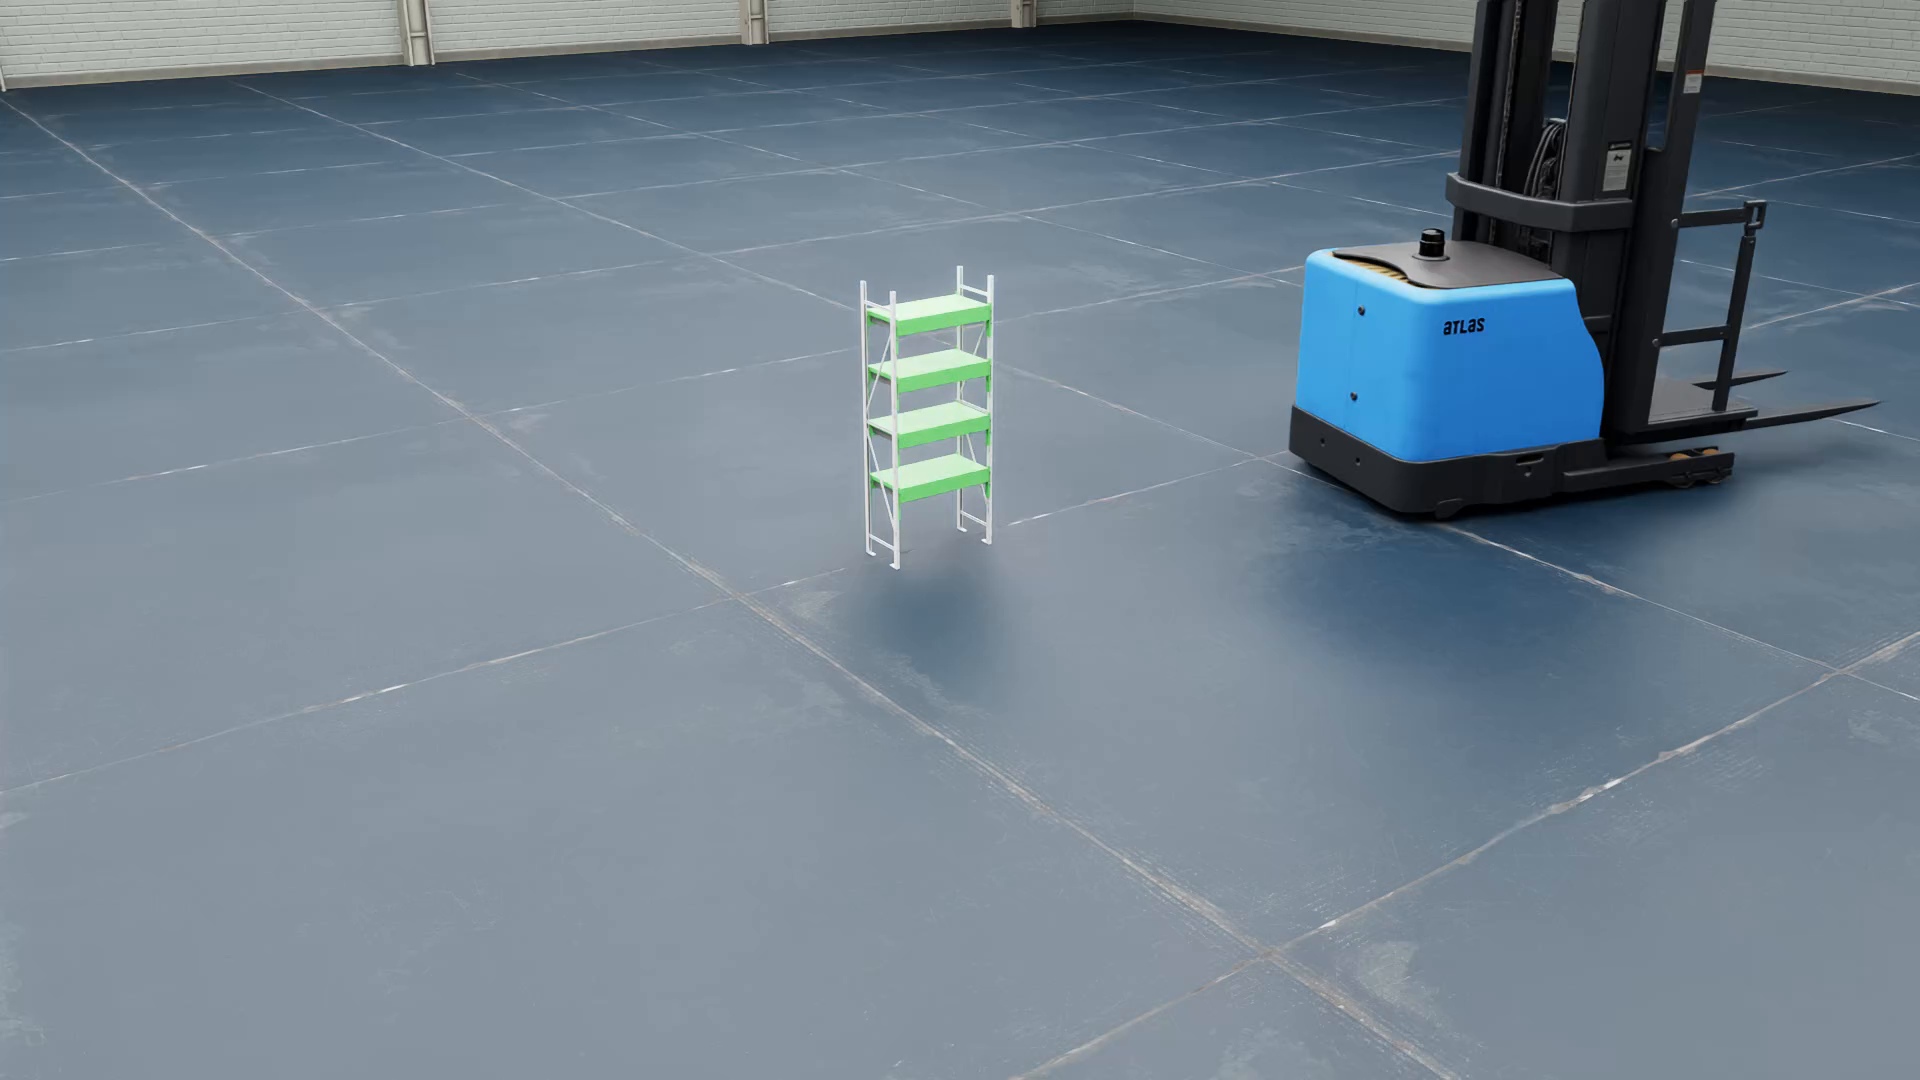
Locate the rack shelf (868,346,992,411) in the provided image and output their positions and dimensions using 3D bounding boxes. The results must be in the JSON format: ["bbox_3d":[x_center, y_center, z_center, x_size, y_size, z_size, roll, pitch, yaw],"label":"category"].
[{"bbox_3d":[-0.134,-0.685,7.019,0.480,0.148,0.258,-15,26,-33],"label":"rack shelf"}]

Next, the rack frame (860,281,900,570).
[{"bbox_3d":[-0.332,-0.469,6.952,0.015,1.200,0.240,-15,26,-33],"label":"rack frame"}]

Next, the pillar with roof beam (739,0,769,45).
[{"bbox_3d":[-1.109,-11.660,24.475,0.400,9.000,9.100,-15,26,-33],"label":"pillar with roof beam"}]

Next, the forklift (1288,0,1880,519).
[{"bbox_3d":[3.218,-1.784,7.912,3.031,2.935,1.130,-8,23,-19],"label":"forklift"}]

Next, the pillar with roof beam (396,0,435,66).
[{"bbox_3d":[-5.980,-10.361,21.220,0.400,9.000,9.100,-15,26,-33],"label":"pillar with roof beam"}]

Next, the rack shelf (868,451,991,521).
[{"bbox_3d":[-0.134,-0.239,7.197,0.480,0.148,0.258,-15,26,-33],"label":"rack shelf"}]

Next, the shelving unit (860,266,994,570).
[{"bbox_3d":[-0.134,-0.521,7.084,0.503,1.200,0.258,-15,26,-33],"label":"shelving unit"}]

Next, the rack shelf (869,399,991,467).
[{"bbox_3d":[-0.134,-0.462,7.108,0.480,0.148,0.258,-15,26,-33],"label":"rack shelf"}]

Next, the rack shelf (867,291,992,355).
[{"bbox_3d":[-0.134,-0.908,6.930,0.480,0.148,0.258,-15,26,-33],"label":"rack shelf"}]

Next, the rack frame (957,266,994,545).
[{"bbox_3d":[0.064,-0.574,7.217,0.015,1.200,0.240,-15,26,-33],"label":"rack frame"}]

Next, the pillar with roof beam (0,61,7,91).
[{"bbox_3d":[-10.850,-9.063,17.966,0.400,9.000,9.100,-15,26,-33],"label":"pillar with roof beam"}]

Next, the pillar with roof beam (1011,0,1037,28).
[{"bbox_3d":[3.761,-12.959,27.730,0.400,9.000,9.100,-15,26,-33],"label":"pillar with roof beam"}]
